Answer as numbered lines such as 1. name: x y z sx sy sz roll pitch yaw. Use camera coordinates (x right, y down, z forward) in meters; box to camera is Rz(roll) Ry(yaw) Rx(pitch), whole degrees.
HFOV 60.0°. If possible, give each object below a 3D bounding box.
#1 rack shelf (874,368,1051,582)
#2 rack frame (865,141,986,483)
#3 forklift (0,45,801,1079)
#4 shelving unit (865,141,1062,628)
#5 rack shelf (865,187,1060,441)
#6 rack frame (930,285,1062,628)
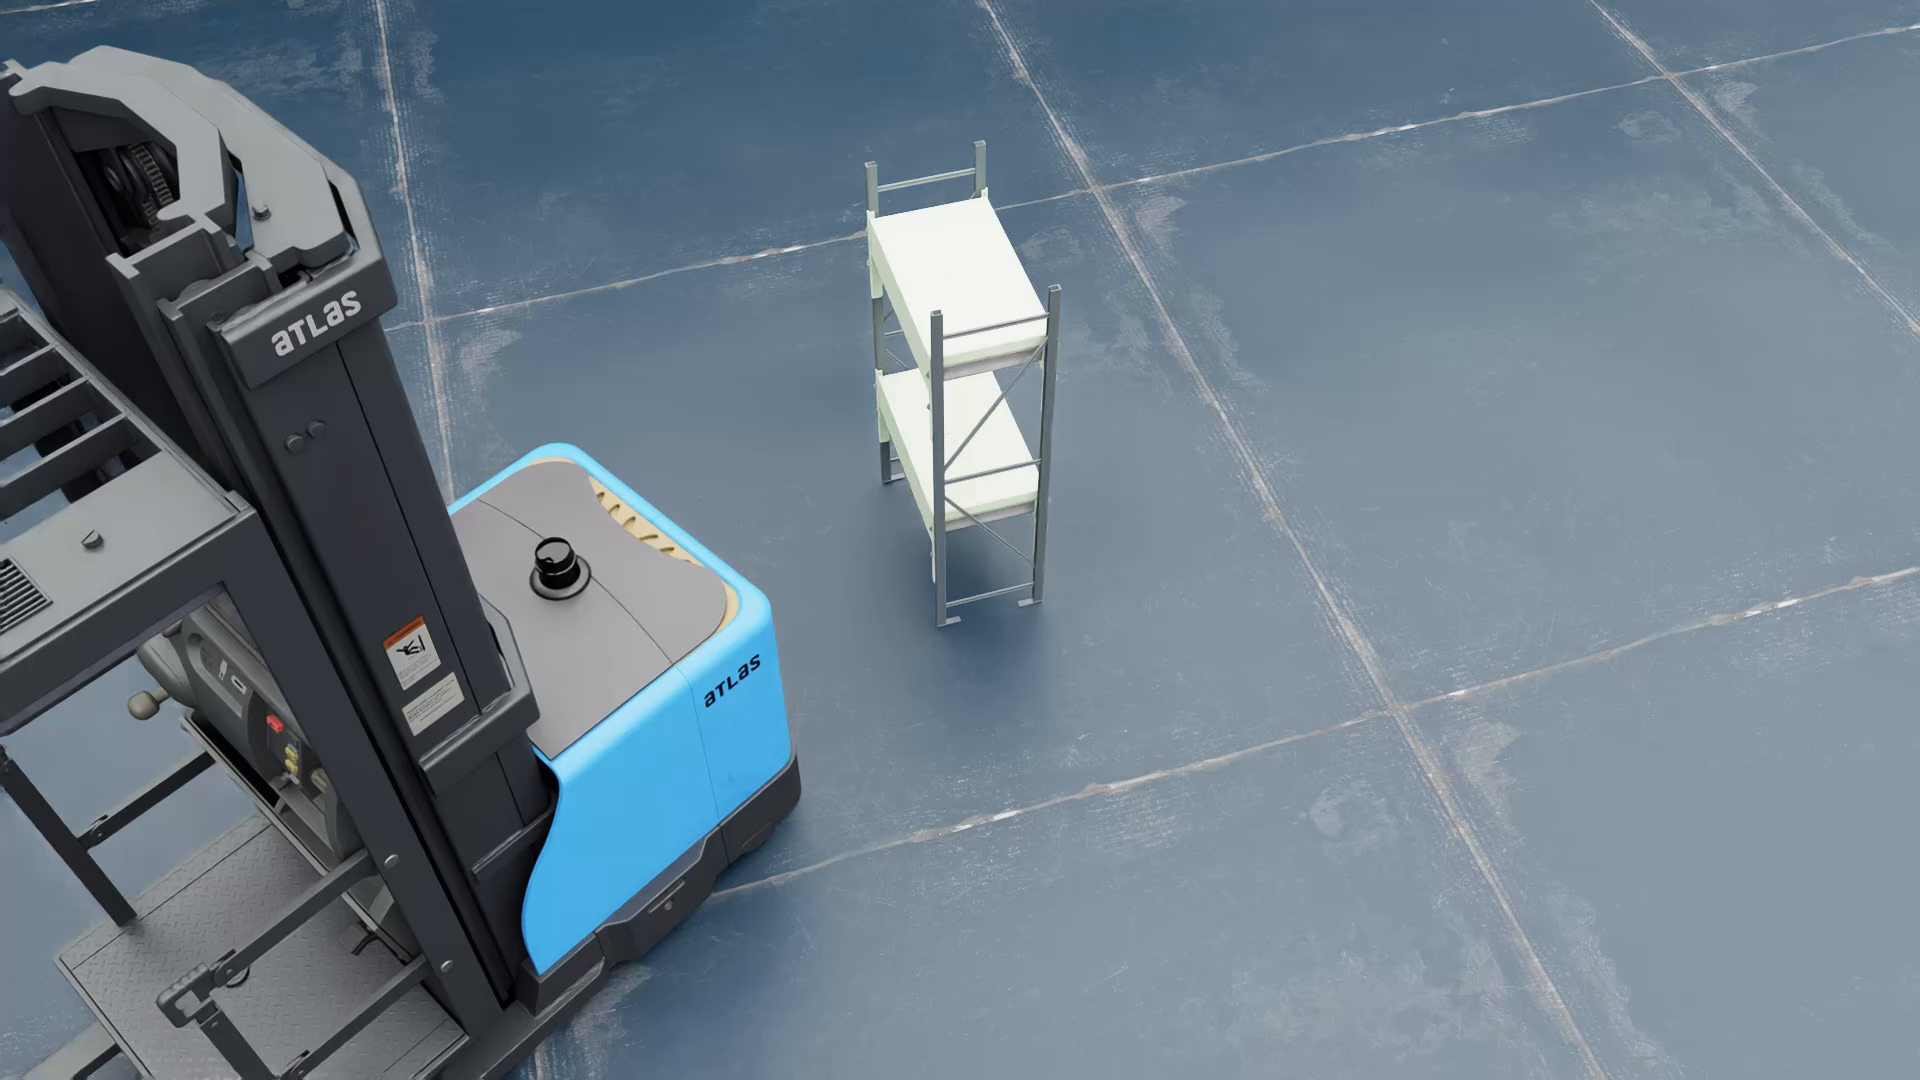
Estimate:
1. rack shelf: -0.002 -0.278 5.930 0.431 0.370 0.720 -13 51 -11
2. rack frame: -0.110 -0.756 5.906 0.400 1.500 0.023 -13 51 -11
3. forklift: -1.892 0.498 3.913 1.130 2.935 3.031 35 58 26
4. shelving unit: -0.002 -0.488 5.681 0.431 1.500 0.755 -13 51 -11
5. rack shelf: -0.002 -0.740 5.382 0.431 0.370 0.720 -13 51 -11
6. rack frame: 0.106 -0.221 5.455 0.400 1.500 0.023 -13 51 -11
